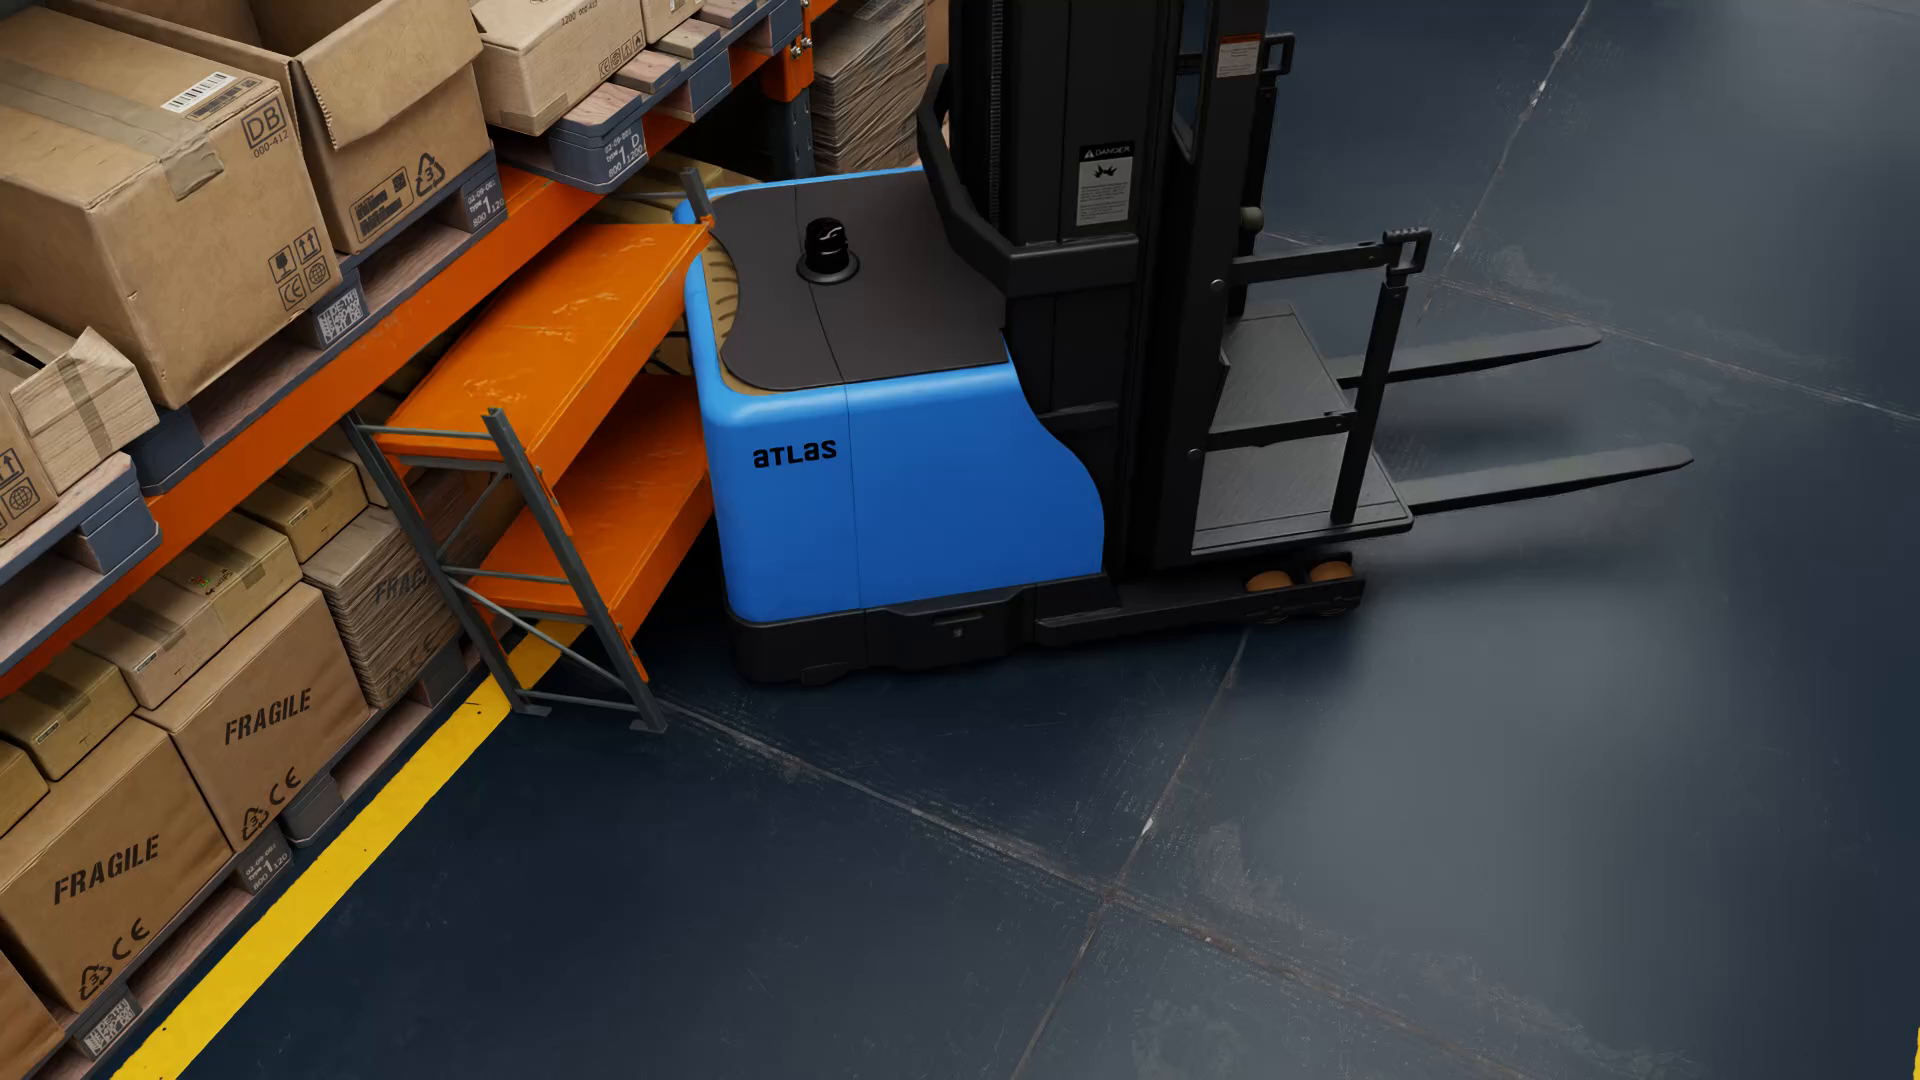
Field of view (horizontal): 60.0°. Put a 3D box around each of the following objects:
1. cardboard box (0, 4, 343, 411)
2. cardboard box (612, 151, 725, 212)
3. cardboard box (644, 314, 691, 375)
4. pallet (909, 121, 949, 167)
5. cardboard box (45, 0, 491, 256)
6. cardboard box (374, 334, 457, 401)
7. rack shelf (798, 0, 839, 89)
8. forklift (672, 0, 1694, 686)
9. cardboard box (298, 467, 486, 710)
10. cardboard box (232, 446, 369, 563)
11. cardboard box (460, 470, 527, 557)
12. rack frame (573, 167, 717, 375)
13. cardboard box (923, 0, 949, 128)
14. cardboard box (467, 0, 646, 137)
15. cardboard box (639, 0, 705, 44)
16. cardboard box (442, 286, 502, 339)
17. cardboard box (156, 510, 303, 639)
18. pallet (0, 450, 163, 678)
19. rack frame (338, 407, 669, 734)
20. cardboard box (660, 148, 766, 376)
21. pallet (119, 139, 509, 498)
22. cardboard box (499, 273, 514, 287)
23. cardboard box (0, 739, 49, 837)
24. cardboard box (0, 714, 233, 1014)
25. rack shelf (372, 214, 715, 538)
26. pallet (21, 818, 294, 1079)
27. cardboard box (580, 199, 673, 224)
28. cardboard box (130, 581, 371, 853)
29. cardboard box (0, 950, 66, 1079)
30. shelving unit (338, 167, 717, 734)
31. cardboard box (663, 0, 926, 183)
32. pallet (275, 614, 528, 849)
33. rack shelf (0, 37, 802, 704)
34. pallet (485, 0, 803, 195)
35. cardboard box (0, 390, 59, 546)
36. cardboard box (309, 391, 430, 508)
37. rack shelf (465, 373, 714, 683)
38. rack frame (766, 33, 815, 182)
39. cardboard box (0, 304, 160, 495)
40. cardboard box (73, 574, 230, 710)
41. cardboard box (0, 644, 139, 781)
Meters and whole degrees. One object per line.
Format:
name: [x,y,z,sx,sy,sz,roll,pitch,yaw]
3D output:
cardboard box: [-1.789,-0.705,3.472,0.700,0.500,0.500,20,49,19]
cardboard box: [-0.965,-1.092,5.227,0.380,0.149,0.250,18,48,17]
cardboard box: [-1.207,-0.610,5.206,0.500,0.500,0.500,20,49,18]
pallet: [-0.543,-1.516,6.600,1.003,0.211,1.213,20,49,19]
cardboard box: [-1.554,-1.085,3.845,0.797,0.503,0.637,19,48,18]
cardboard box: [-1.503,-0.450,4.592,0.380,0.149,0.250,20,49,18]
rack shelf: [-0.031,-2.997,6.609,1.077,0.370,4.000,20,49,19]
forklift: [0.742,-1.140,4.316,3.031,2.935,1.130,-8,46,-8]
cardboard box: [-1.672,0.054,4.550,0.500,0.500,0.500,19,48,18]
cardboard box: [-1.764,-0.128,4.274,0.380,0.149,0.250,21,49,19]
cardboard box: [-1.448,-0.279,4.879,0.500,0.500,0.500,22,49,21]
rack frame: [-0.815,-0.606,4.928,0.500,1.125,0.032,5,46,23]
cardboard box: [-0.362,-2.106,6.596,0.875,0.625,0.625,22,49,20]
cardboard box: [-1.163,-1.314,4.249,0.500,0.250,0.500,18,48,17]
cardboard box: [-0.925,-1.509,4.514,0.380,0.149,0.250,21,49,20]
cardboard box: [-1.388,-0.608,4.748,0.380,0.149,0.250,22,49,20]
cardboard box: [-1.864,0.051,4.096,0.380,0.149,0.250,22,49,20]
pallet: [-2.349,0.130,3.148,1.003,0.211,1.213,20,49,19]
rack frame: [-1.158,0.094,4.275,0.500,1.125,0.032,5,46,23]
cardboard box: [-0.966,-0.922,5.514,0.500,0.500,0.500,22,49,20]
pallet: [-1.858,-0.696,3.964,1.003,0.211,1.213,20,49,19]
cardboard box: [-1.225,-0.759,4.897,0.380,0.149,0.250,19,48,18]
cardboard box: [-2.245,0.529,3.624,0.380,0.149,0.250,18,48,17]
cardboard box: [-2.154,0.692,3.920,0.500,0.500,0.500,20,49,19]
rack shelf: [-1.052,-0.467,4.410,0.538,0.278,1.000,5,46,23]
pallet: [-2.472,0.985,4.128,1.003,0.211,1.213,20,49,19]
cardboard box: [-1.064,-0.910,5.047,0.380,0.149,0.250,18,48,17]
cardboard box: [-1.919,0.379,4.229,0.500,0.500,0.500,19,48,18]
cardboard box: [-2.393,1.030,3.585,0.500,0.500,0.500,22,49,21]
shelving unit: [-0.986,-0.256,4.602,0.538,1.125,1.048,5,46,23]
cardboard box: [-0.658,-1.691,6.187,0.875,0.625,0.625,22,49,20]
pallet: [-1.907,0.214,4.891,1.003,0.211,1.213,20,49,19]
rack shelf: [-1.888,-0.477,4.119,1.077,0.370,4.000,20,49,19]
pallet: [-1.212,-1.473,4.731,1.213,0.211,1.003,20,49,19]
cardboard box: [-2.153,-0.210,2.983,0.700,0.500,0.500,21,49,19]
cardboard box: [-1.605,-0.266,4.410,0.380,0.149,0.250,18,48,17]
rack shelf: [-0.931,-0.079,4.762,0.538,0.278,1.000,5,46,23]
rack frame: [-0.960,-1.990,5.108,1.000,3.000,0.127,20,49,19]
cardboard box: [-1.832,-0.319,3.256,0.396,0.266,0.258,23,50,21]
cardboard box: [-1.981,0.207,3.943,0.380,0.149,0.250,20,49,19]
cardboard box: [-2.130,0.352,3.799,0.380,0.149,0.250,20,49,18]
